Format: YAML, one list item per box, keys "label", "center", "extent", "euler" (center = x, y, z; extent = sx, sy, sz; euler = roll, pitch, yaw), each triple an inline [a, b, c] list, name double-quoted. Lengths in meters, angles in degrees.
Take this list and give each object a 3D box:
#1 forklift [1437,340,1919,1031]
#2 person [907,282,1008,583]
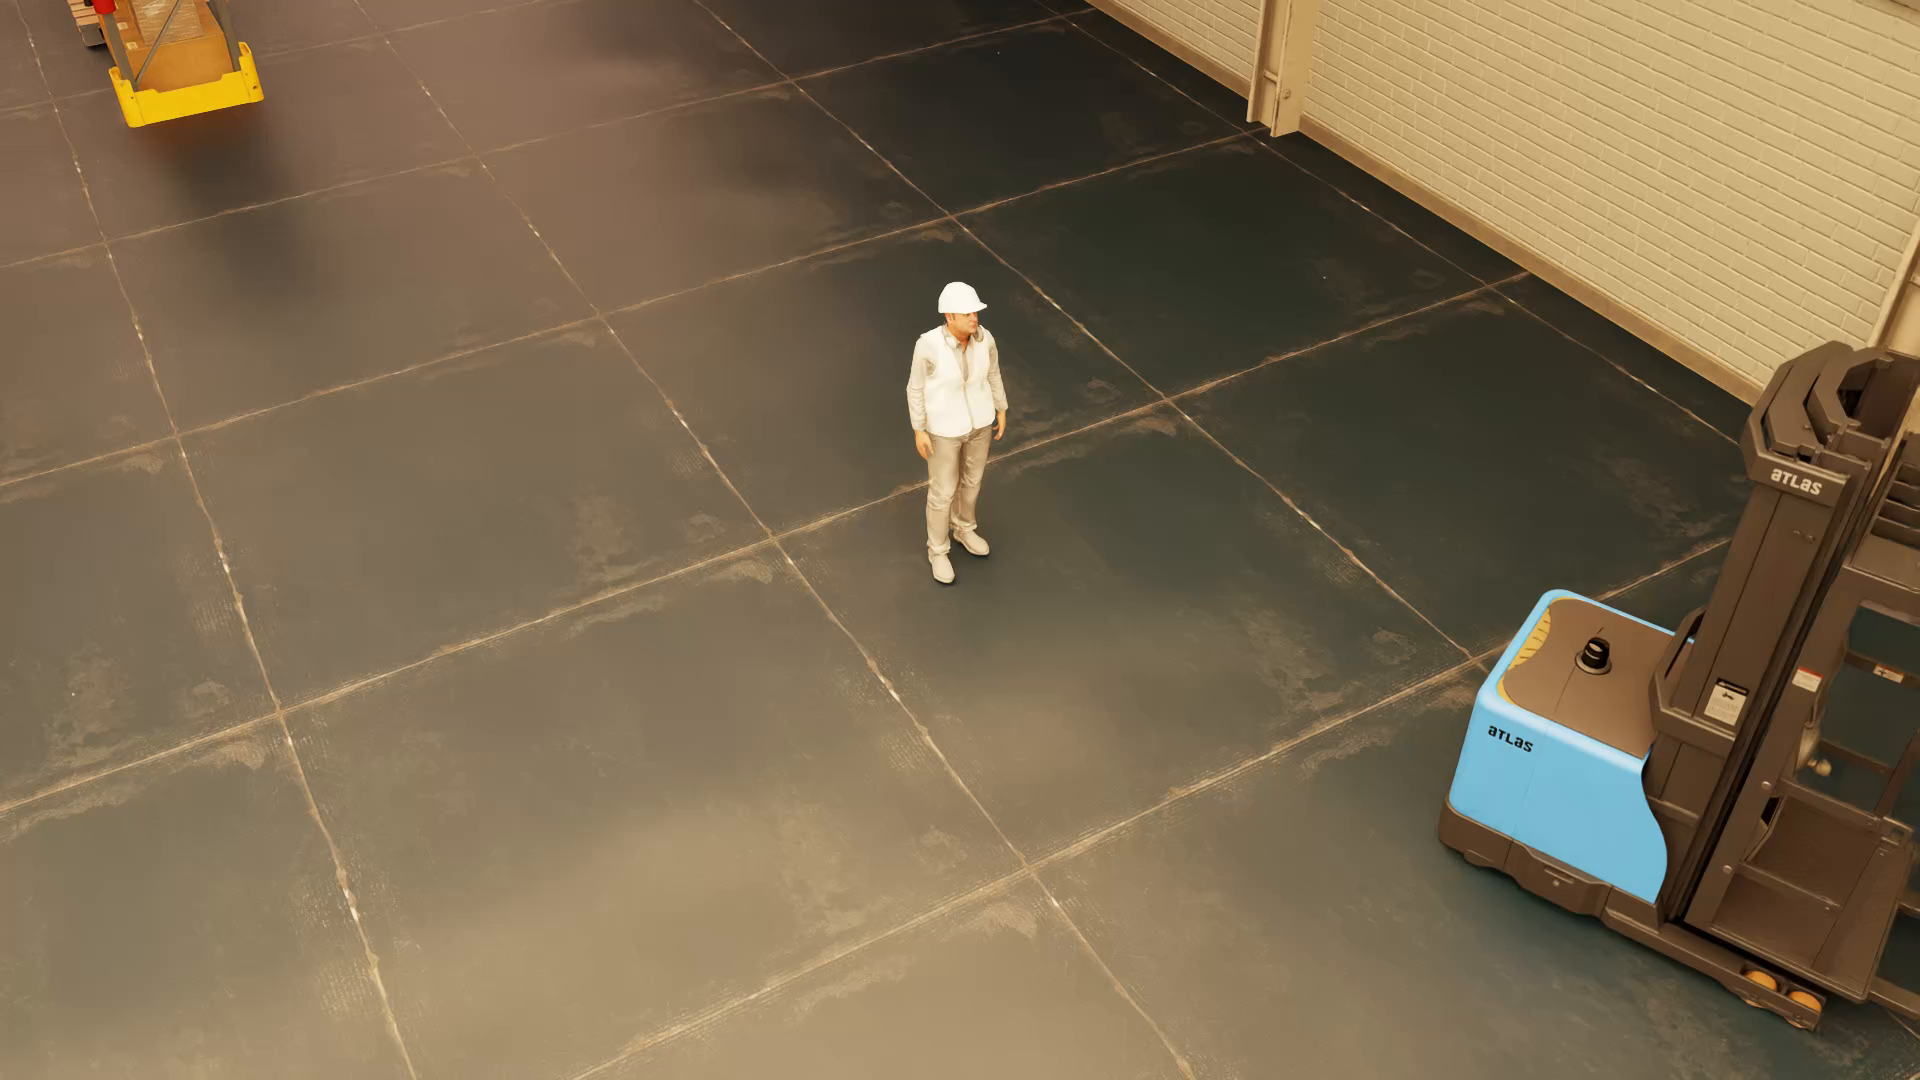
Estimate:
- label: "forklift"
  center: [3.915, 0.720, 7.168]
  extent: [3.031, 2.935, 1.130]
  euler: [25, 46, 27]
- label: "person"
  center: [0.024, -0.652, 9.716]
  extent: [0.632, 1.773, 0.568]
  euler: [-20, 44, -23]
